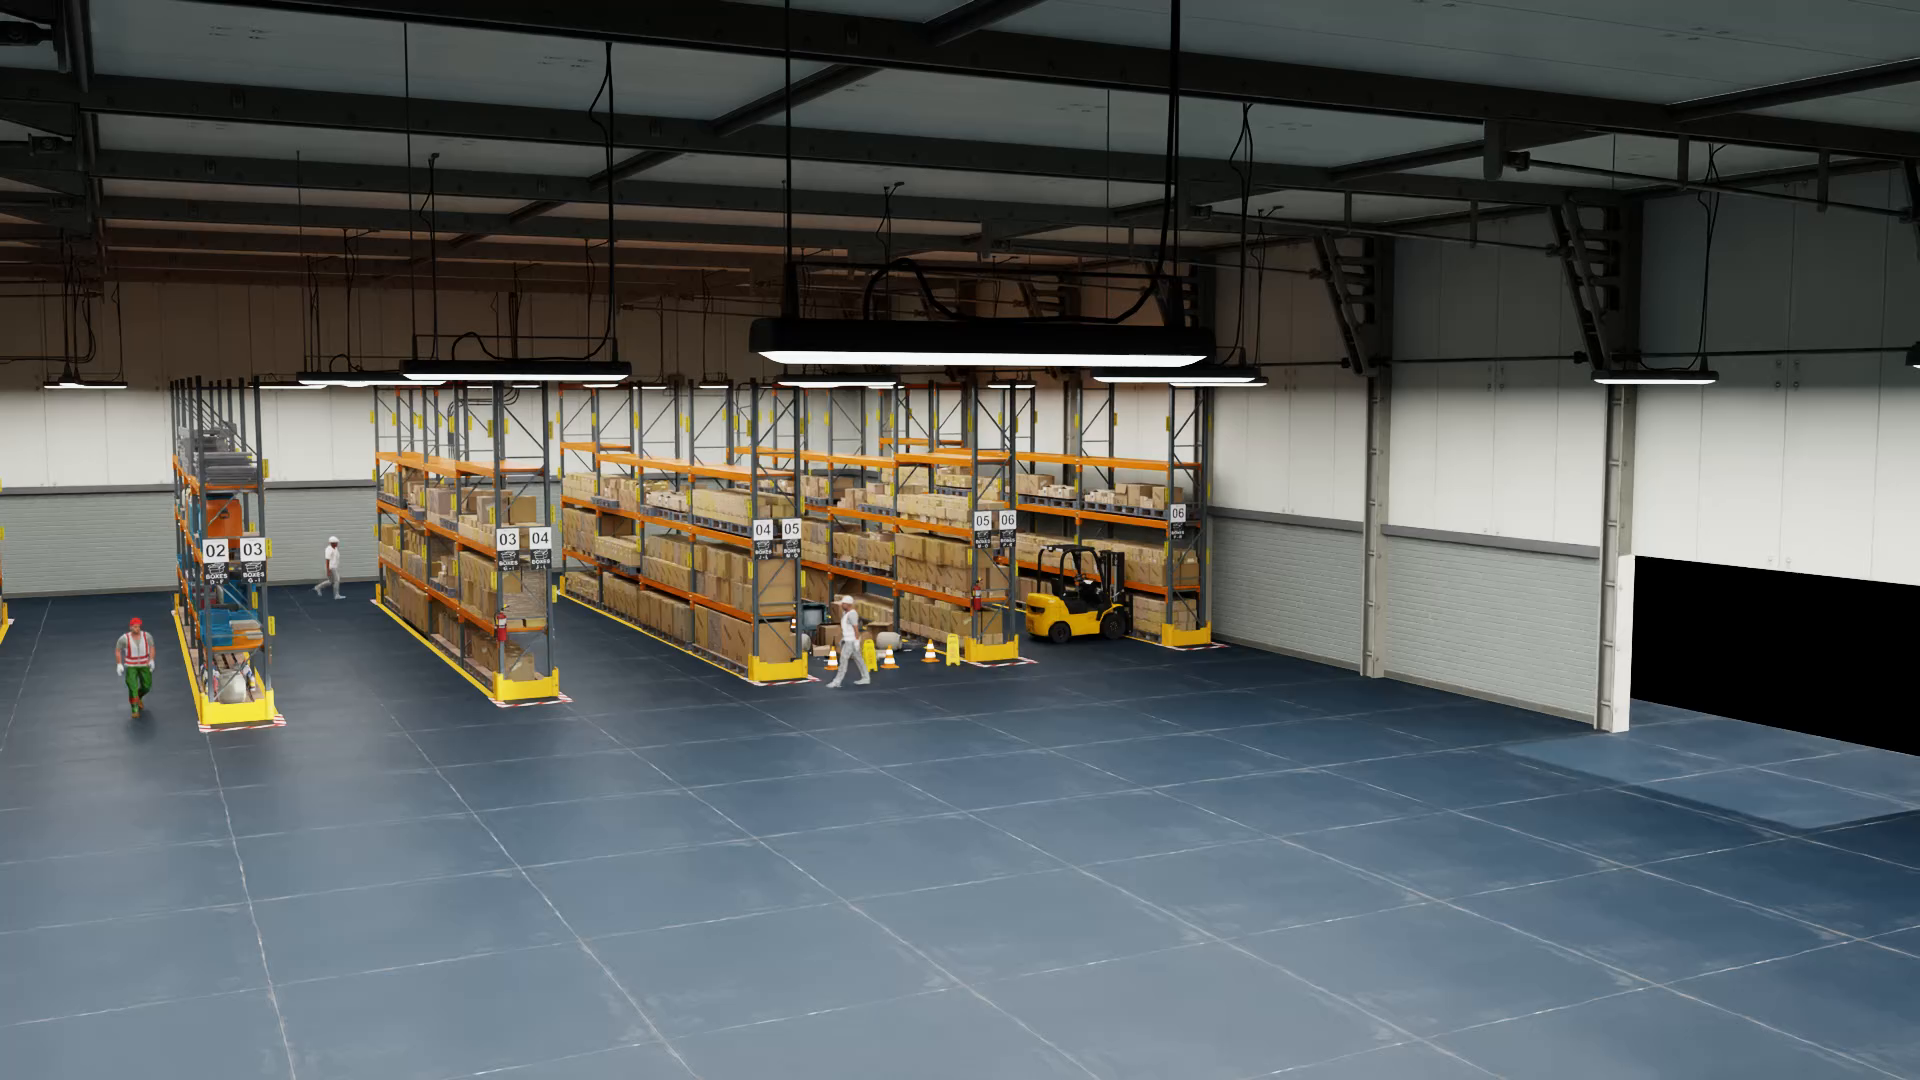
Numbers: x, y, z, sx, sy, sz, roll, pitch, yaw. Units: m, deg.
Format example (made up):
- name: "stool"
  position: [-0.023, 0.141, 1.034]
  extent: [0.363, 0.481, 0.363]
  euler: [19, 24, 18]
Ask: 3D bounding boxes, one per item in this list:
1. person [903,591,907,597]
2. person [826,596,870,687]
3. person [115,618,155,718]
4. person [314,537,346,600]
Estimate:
- name: "person"
  position: [-1.239, 0.997, 43.538]
  extent: [0.577, 1.820, 0.613]
  euler: [-3, 6, -31]
- name: "person"
  position: [-2.181, 1.952, 32.345]
  extent: [0.864, 1.742, 0.584]
  euler: [0, 5, -5]
- name: "person"
  position: [-14.625, 2.232, 29.471]
  extent: [0.622, 1.761, 0.703]
  euler: [-4, 7, -40]
- name: "person"
  position: [-17.419, 0.772, 45.923]
  extent: [0.886, 1.738, 0.575]
  euler: [-1, 5, -7]
